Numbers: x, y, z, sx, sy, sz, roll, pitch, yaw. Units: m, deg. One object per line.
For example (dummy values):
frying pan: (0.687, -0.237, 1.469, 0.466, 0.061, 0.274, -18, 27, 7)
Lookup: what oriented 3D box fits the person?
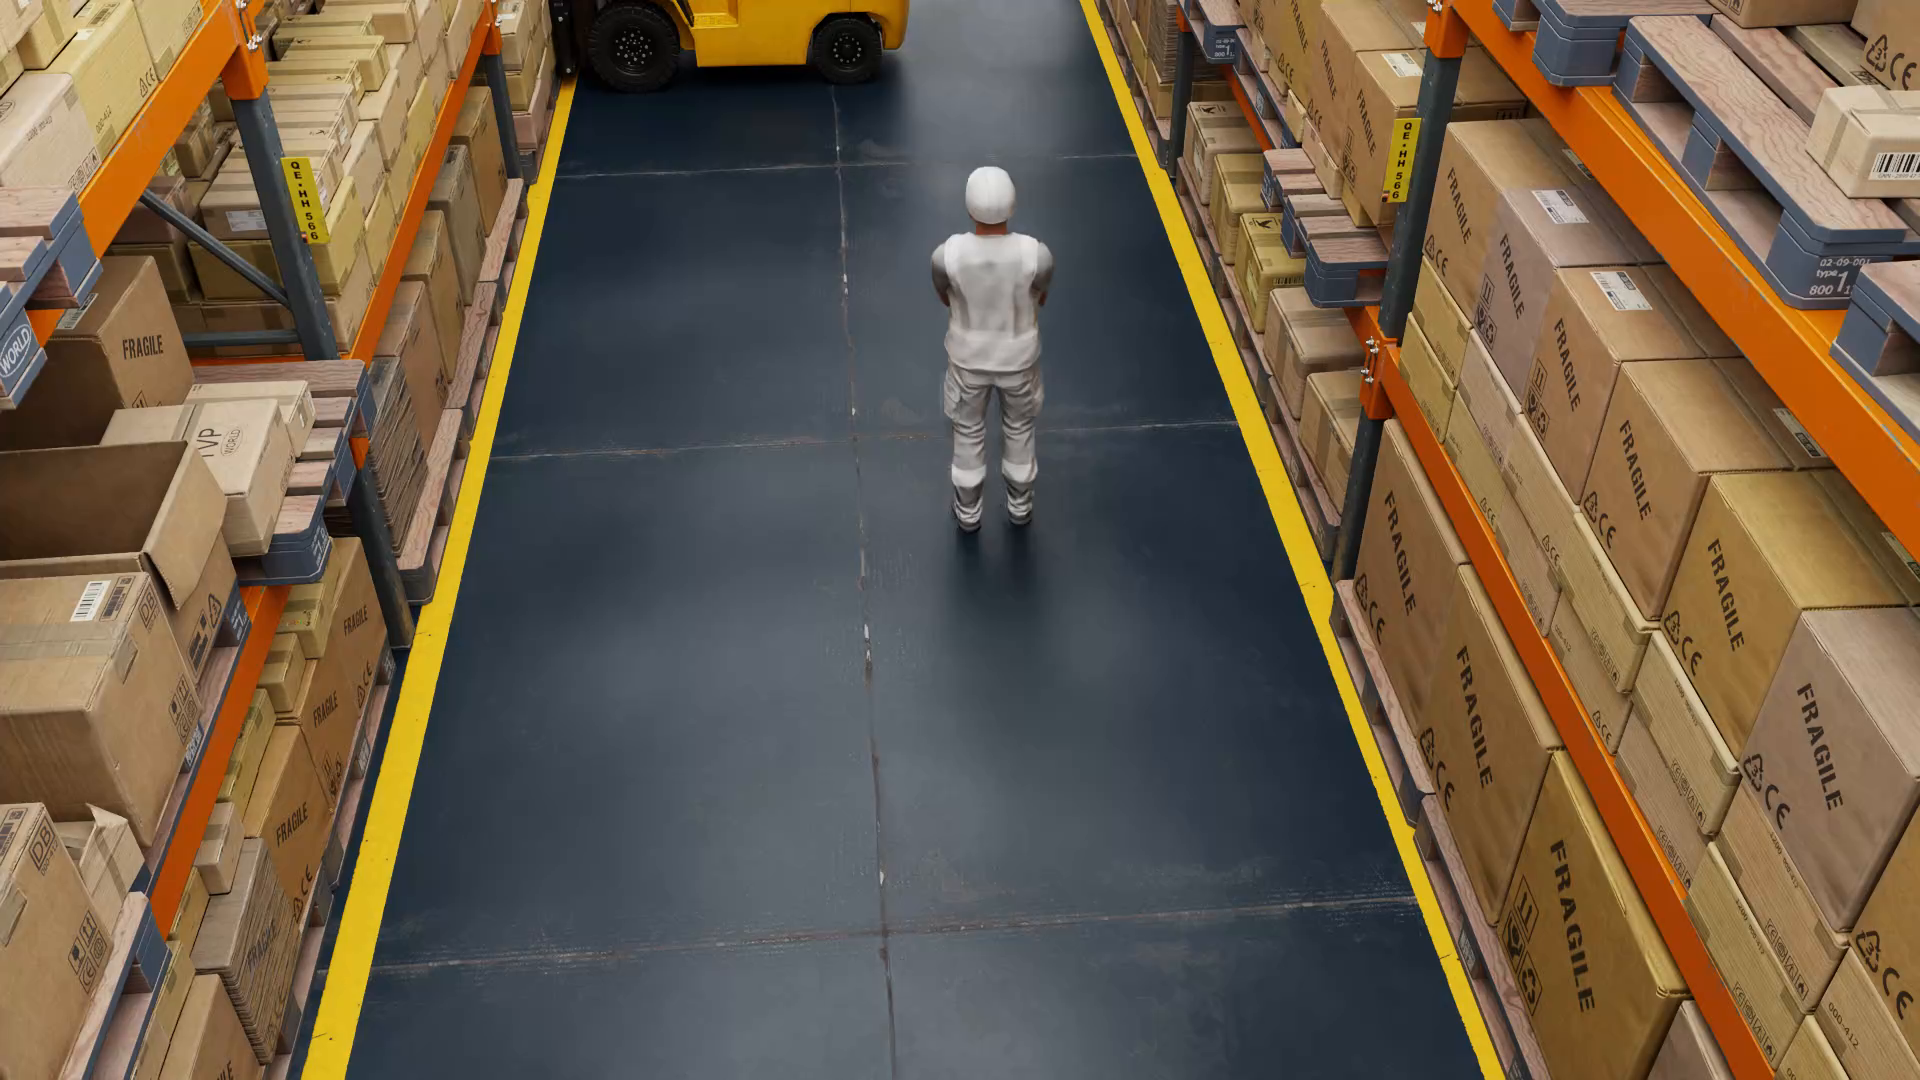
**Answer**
person: (0.142, -0.845, 7.185, 0.506, 1.792, 0.556, 2, 39, 3)
